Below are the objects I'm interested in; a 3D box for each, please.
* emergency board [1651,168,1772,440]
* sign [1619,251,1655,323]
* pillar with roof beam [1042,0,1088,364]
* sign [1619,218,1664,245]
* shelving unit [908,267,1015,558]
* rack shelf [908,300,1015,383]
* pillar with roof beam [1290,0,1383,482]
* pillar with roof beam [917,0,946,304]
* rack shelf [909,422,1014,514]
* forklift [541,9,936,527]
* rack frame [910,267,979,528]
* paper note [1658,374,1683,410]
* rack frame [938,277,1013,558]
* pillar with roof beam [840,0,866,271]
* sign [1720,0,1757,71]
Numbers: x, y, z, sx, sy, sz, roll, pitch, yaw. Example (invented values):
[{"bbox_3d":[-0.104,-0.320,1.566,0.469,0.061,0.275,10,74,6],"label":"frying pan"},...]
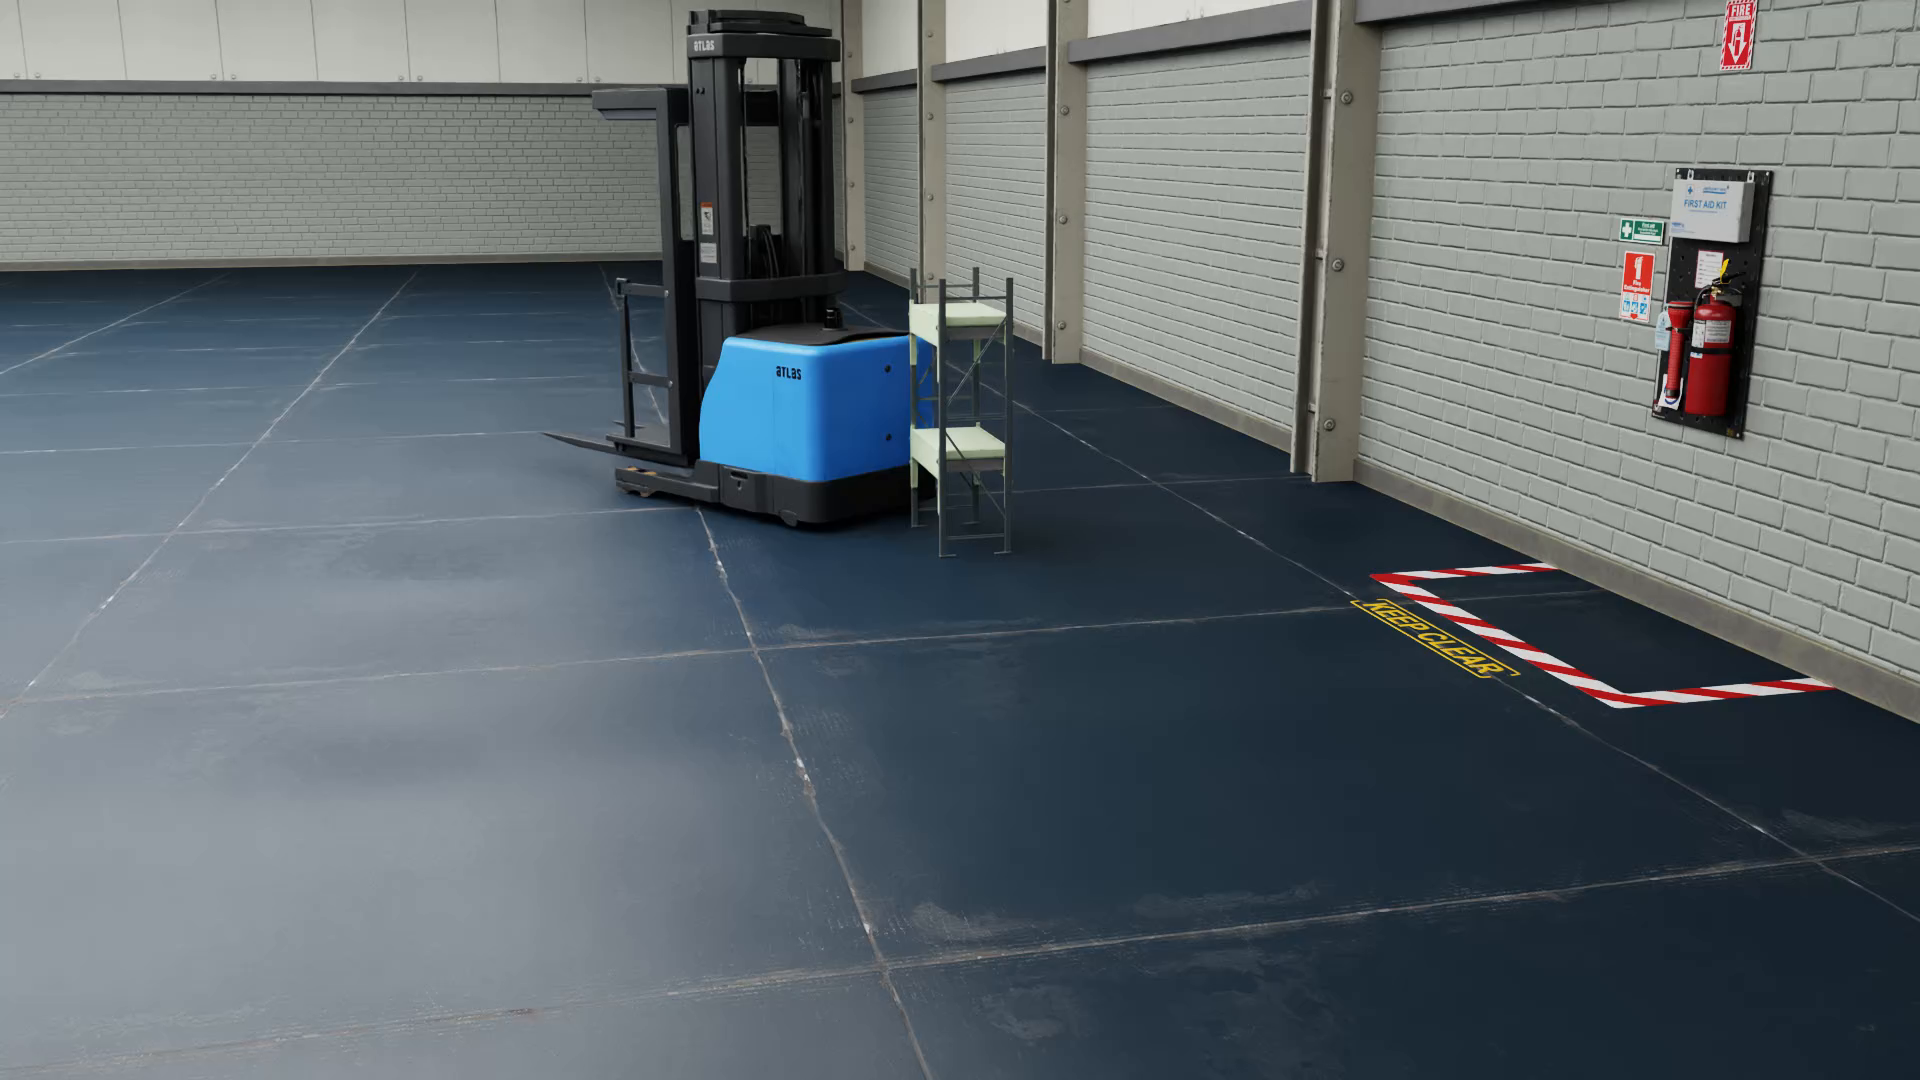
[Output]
[{"bbox_3d":[3.314,-1.080,7.527,0.194,1.169,0.643,-3,14,-13],"label":"emergency board"},{"bbox_3d":[3.284,-1.231,8.069,0.001,0.329,0.234,-3,14,-13],"label":"sign"},{"bbox_3d":[-3.146,-5.950,14.822,9.100,9.000,0.400,-3,14,-13],"label":"pillar with roof beam"},{"bbox_3d":[3.277,-1.487,8.000,0.001,0.109,0.331,-3,14,-13],"label":"sign"},{"bbox_3d":[-0.002,-0.730,9.255,0.431,1.500,0.755,-3,14,-13],"label":"shelving unit"},{"bbox_3d":[-0.002,-1.109,9.163,0.431,0.370,0.720,-3,14,-13],"label":"rack shelf"},{"bbox_3d":[-1.737,-4.566,9.157,9.100,9.000,0.400,-3,14,-13],"label":"pillar with roof beam"},{"bbox_3d":[-4.555,-7.335,20.488,9.100,9.000,0.400,-3,14,-13],"label":"pillar with roof beam"},{"bbox_3d":[-0.002,-0.413,9.333,0.431,0.370,0.720,-3,14,-13],"label":"rack shelf"},{"bbox_3d":[-1.572,-1.774,10.512,3.031,2.935,1.130,12,18,41],"label":"forklift"},{"bbox_3d":[-0.088,-0.815,9.601,0.400,1.500,0.023,-3,14,-13],"label":"rack frame"},{"bbox_3d":[3.339,-0.697,7.815,0.016,0.148,0.142,-3,14,-13],"label":"paper note"},{"bbox_3d":[0.084,-0.646,8.910,0.400,1.500,0.023,-3,14,-13],"label":"rack frame"},{"bbox_3d":[-5.964,-8.719,26.153,9.100,9.000,0.400,-3,14,-13],"label":"pillar with roof beam"},{"bbox_3d":[3.409,-2.214,7.283,0.001,0.298,0.199,-3,14,-13],"label":"sign"}]
